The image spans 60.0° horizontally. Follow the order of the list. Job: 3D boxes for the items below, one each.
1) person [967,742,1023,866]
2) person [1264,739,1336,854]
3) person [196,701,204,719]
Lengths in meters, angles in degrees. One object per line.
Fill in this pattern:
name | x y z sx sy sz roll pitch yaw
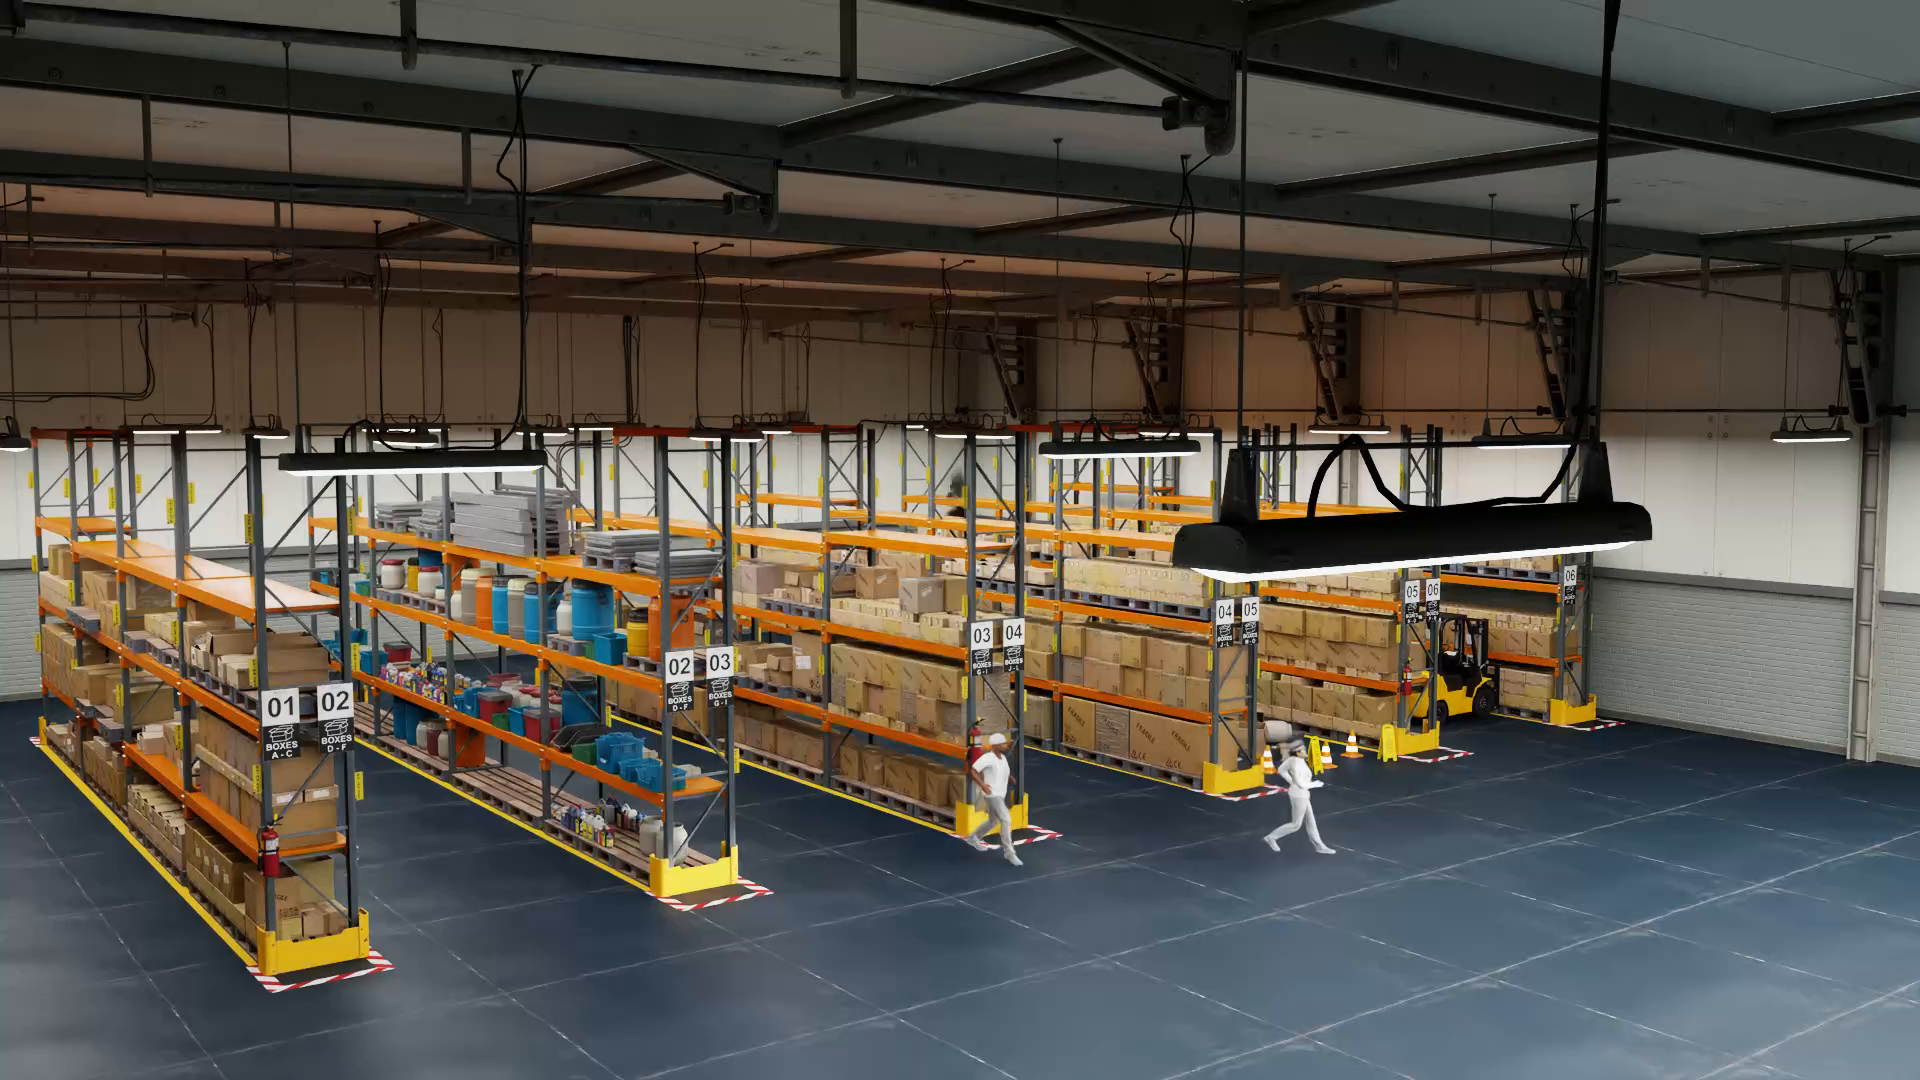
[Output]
person | 0.530 3.628 23.432 0.964 1.735 0.708 2 5 23
person | 4.804 3.624 23.472 1.022 1.655 0.626 0 4 3
person | -14.380 2.968 31.613 0.924 1.836 0.746 3 6 38
